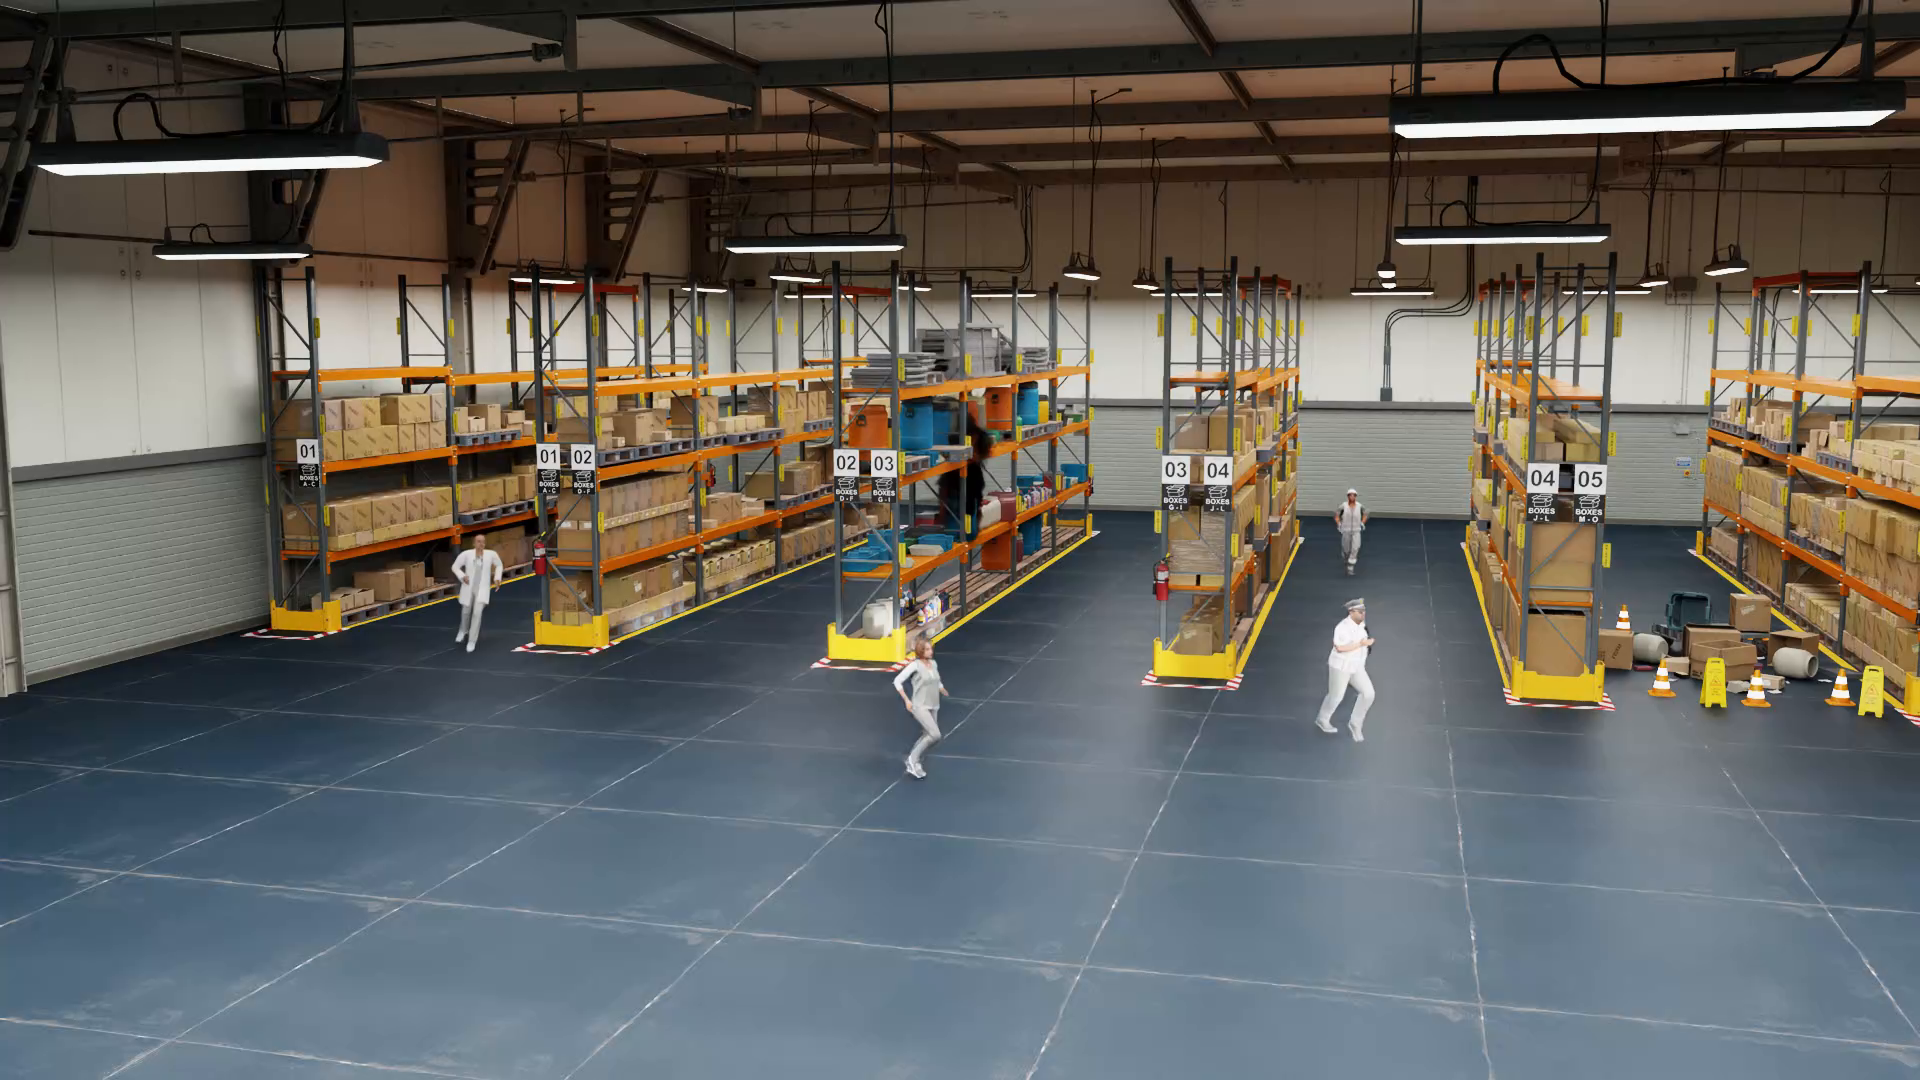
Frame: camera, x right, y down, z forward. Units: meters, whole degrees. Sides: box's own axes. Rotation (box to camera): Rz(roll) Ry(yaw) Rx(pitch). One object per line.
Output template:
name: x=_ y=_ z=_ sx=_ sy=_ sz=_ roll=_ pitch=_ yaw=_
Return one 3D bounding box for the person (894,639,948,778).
person: x=-0.391 y=1.883 z=18.432 sx=0.620 sy=1.566 sz=0.479 roll=6 pitch=9 yaw=38

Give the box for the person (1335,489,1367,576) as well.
person: x=8.010 y=-0.171 z=34.045 sx=0.655 sy=1.759 sz=0.744 roll=1 pitch=7 yaw=6

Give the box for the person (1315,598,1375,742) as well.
person: x=4.706 y=1.589 z=20.272 sx=0.636 sy=1.833 sz=0.867 roll=-5 pitch=9 yaw=-34

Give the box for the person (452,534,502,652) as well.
person: x=-7.609 y=0.805 z=26.225 sx=0.764 sy=1.785 sz=0.998 roll=-2 pitch=7 yaw=-13
